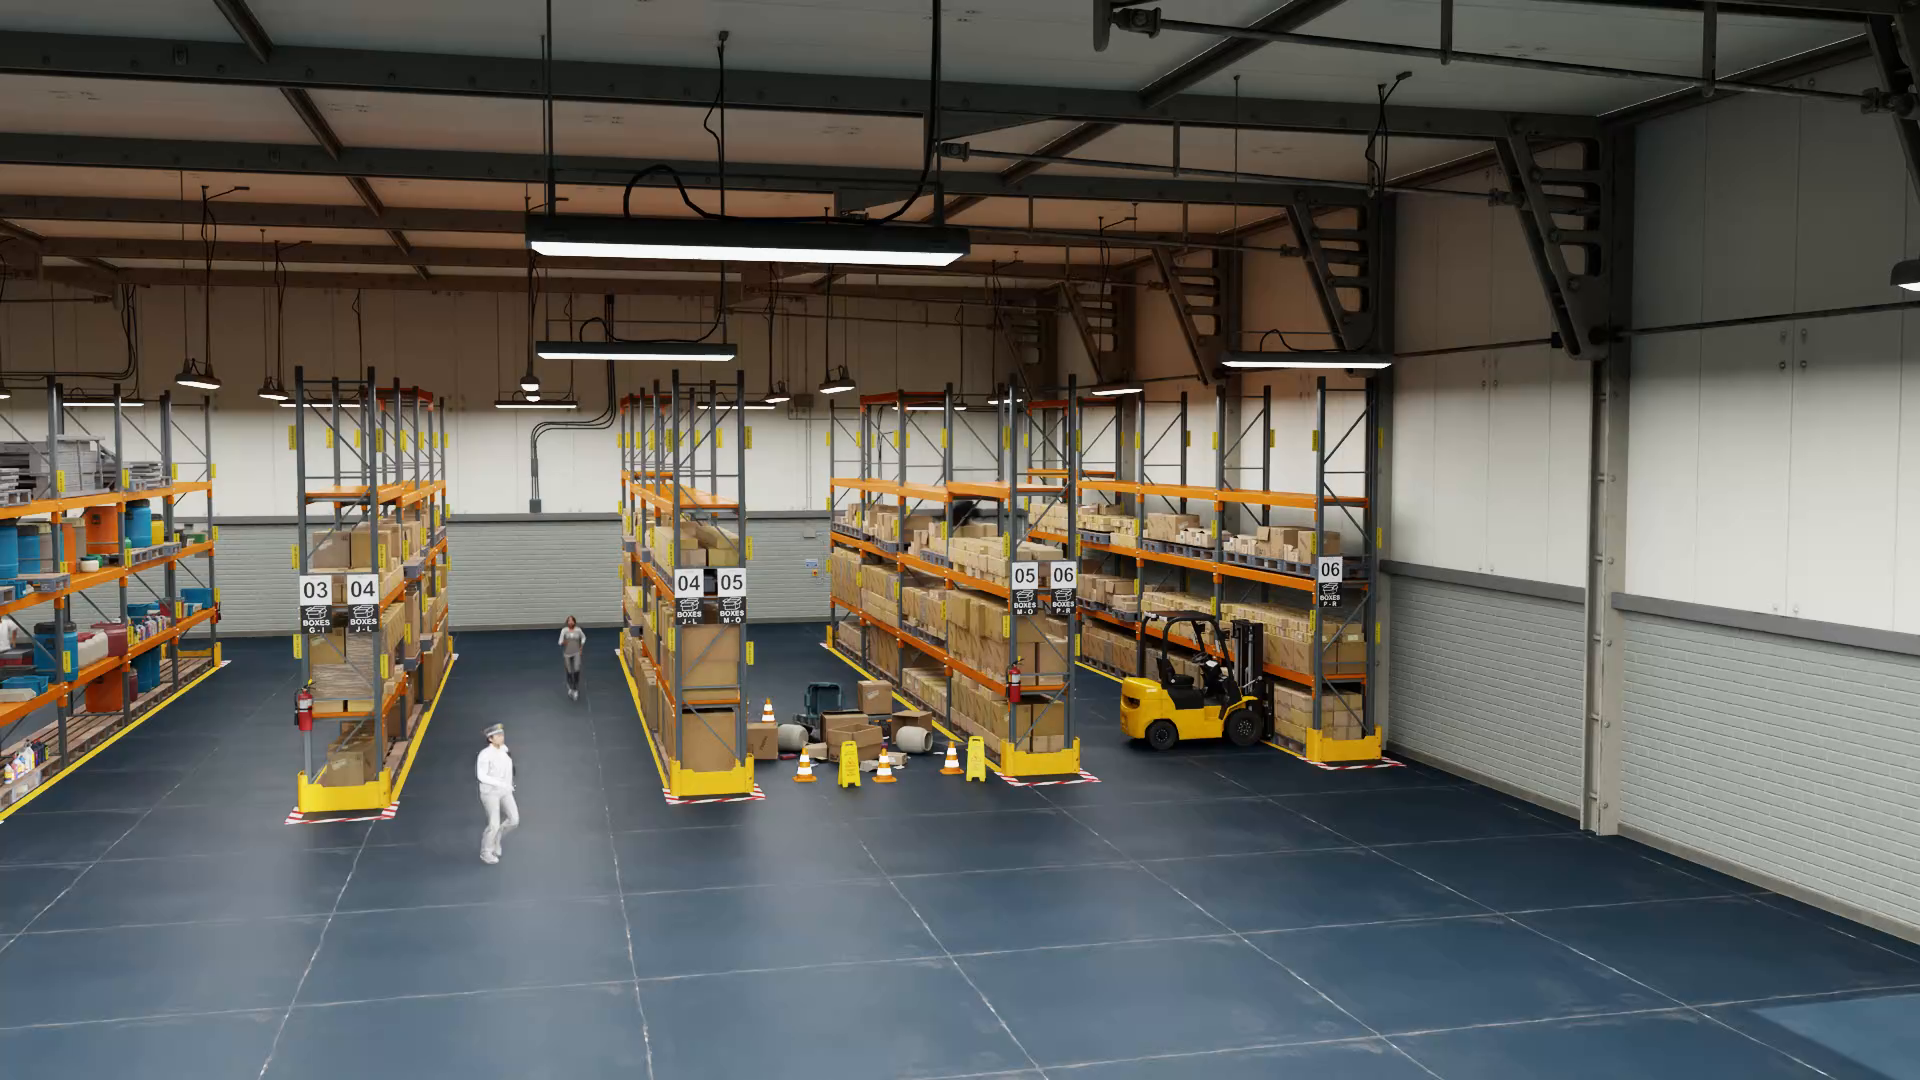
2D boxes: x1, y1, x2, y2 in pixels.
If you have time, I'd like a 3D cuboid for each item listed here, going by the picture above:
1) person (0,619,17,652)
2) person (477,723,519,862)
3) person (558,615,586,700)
[{"bbox_3d":[-18.695,2.166,32.283,0.695,1.771,0.962,-2,4,-28],"label":"person"},{"bbox_3d":[-5.451,2.990,19.726,0.575,1.657,0.644,2,4,29],"label":"person"},{"bbox_3d":[-7.522,2.279,32.244,0.514,1.639,0.667,-1,3,-12],"label":"person"}]
